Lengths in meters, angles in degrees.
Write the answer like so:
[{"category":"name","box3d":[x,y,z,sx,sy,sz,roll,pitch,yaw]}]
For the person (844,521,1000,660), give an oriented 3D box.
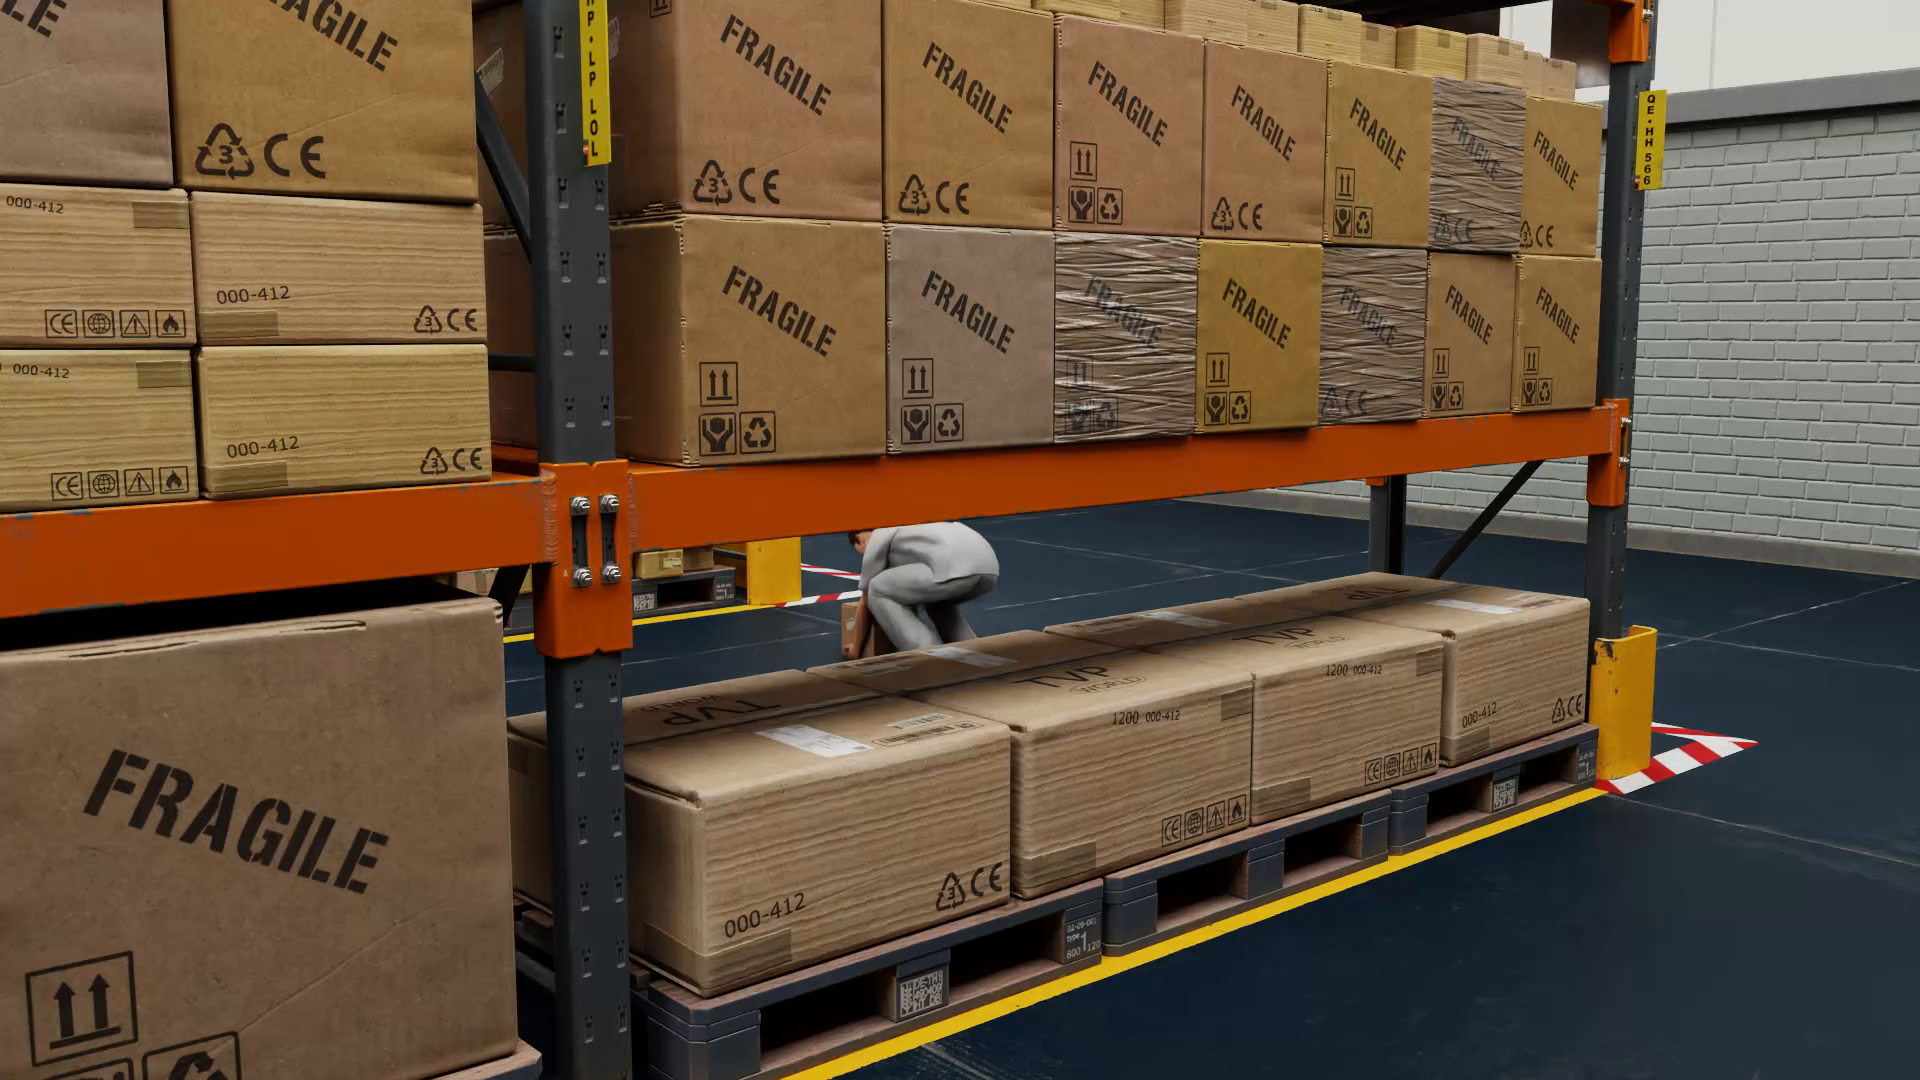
[{"category":"person","box3d":[-0.200,0.223,7.712,0.456,0.765,0.861,-7,10,-42]}]
